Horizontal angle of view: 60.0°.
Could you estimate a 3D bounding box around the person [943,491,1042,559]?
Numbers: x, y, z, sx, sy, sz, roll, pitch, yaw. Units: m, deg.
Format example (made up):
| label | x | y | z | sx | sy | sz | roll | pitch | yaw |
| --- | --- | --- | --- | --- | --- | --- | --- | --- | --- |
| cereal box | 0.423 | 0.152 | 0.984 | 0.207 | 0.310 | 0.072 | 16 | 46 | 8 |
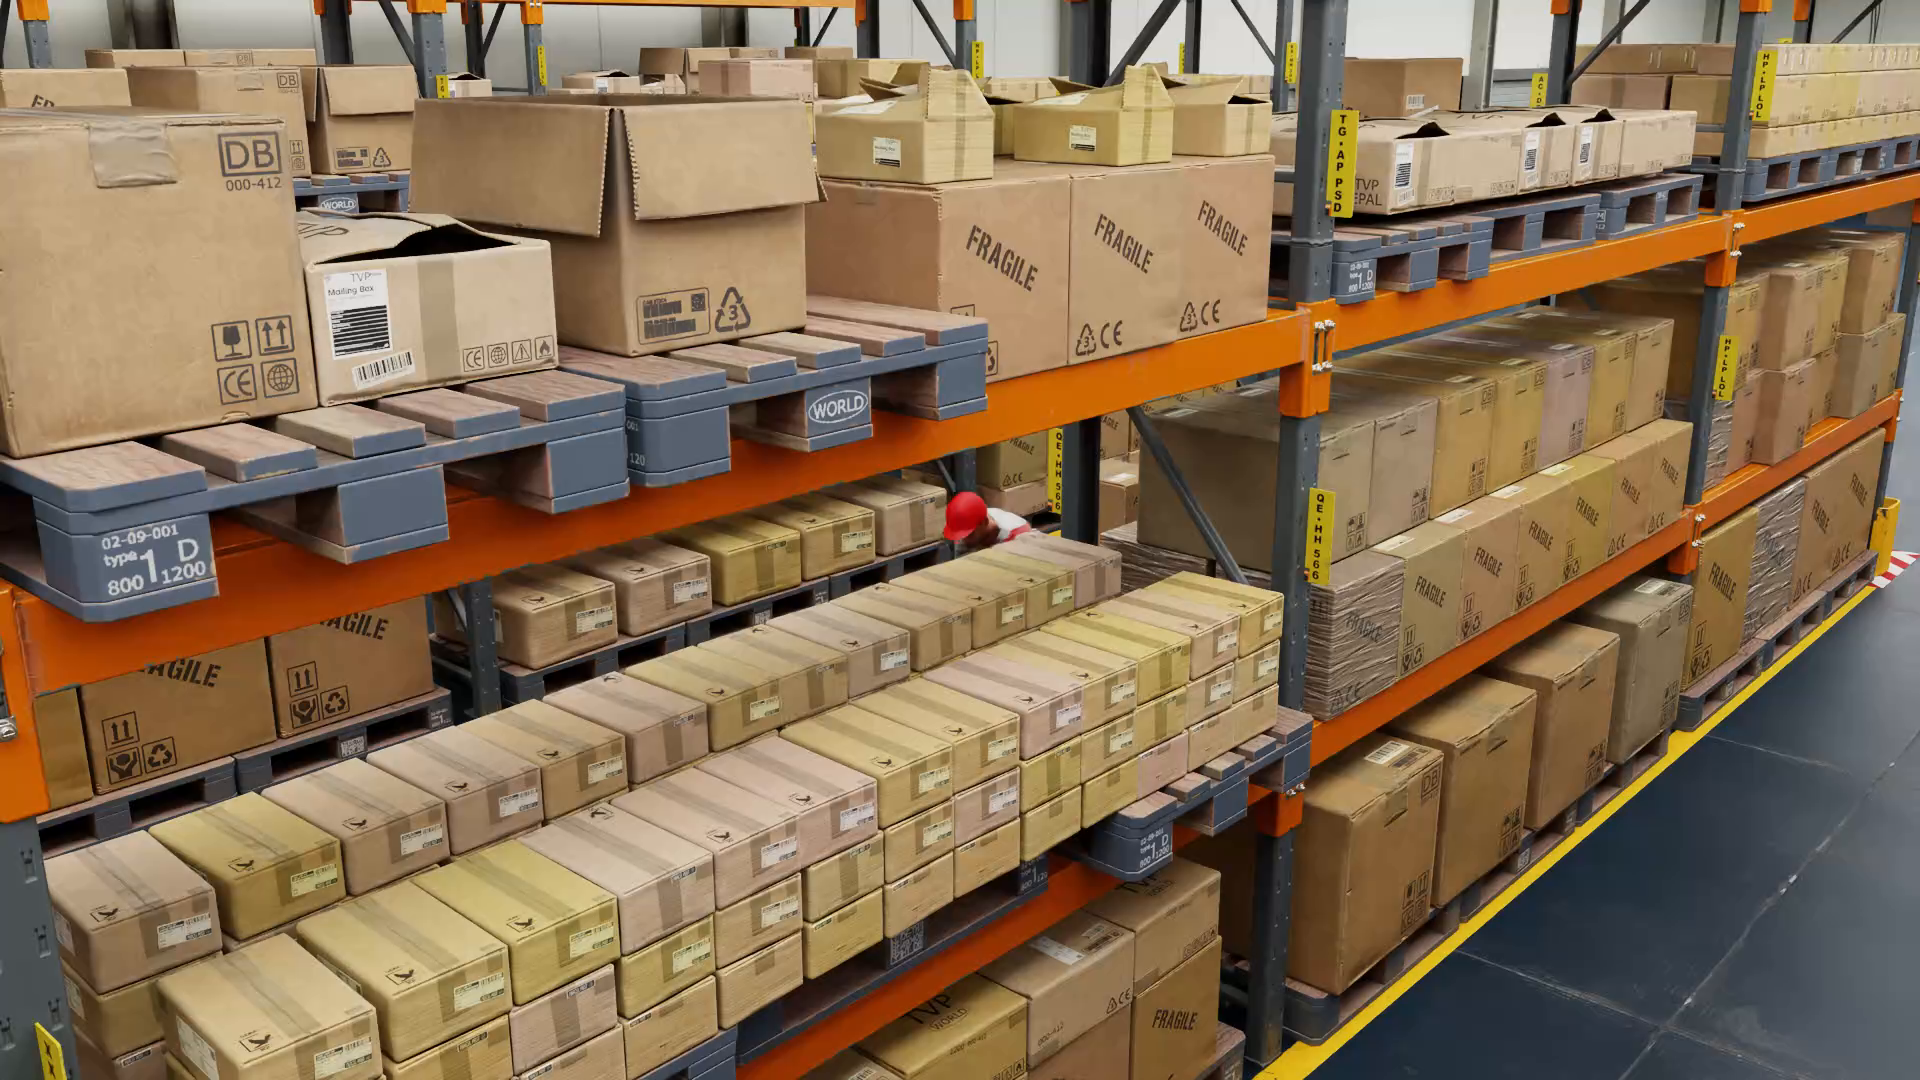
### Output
| label | x | y | z | sx | sy | sz | roll | pitch | yaw |
| --- | --- | --- | --- | --- | --- | --- | --- | --- | --- |
| person | 0.211 | 0.404 | 8.690 | 0.492 | 1.478 | 0.851 | 14 | 22 | 38 |
